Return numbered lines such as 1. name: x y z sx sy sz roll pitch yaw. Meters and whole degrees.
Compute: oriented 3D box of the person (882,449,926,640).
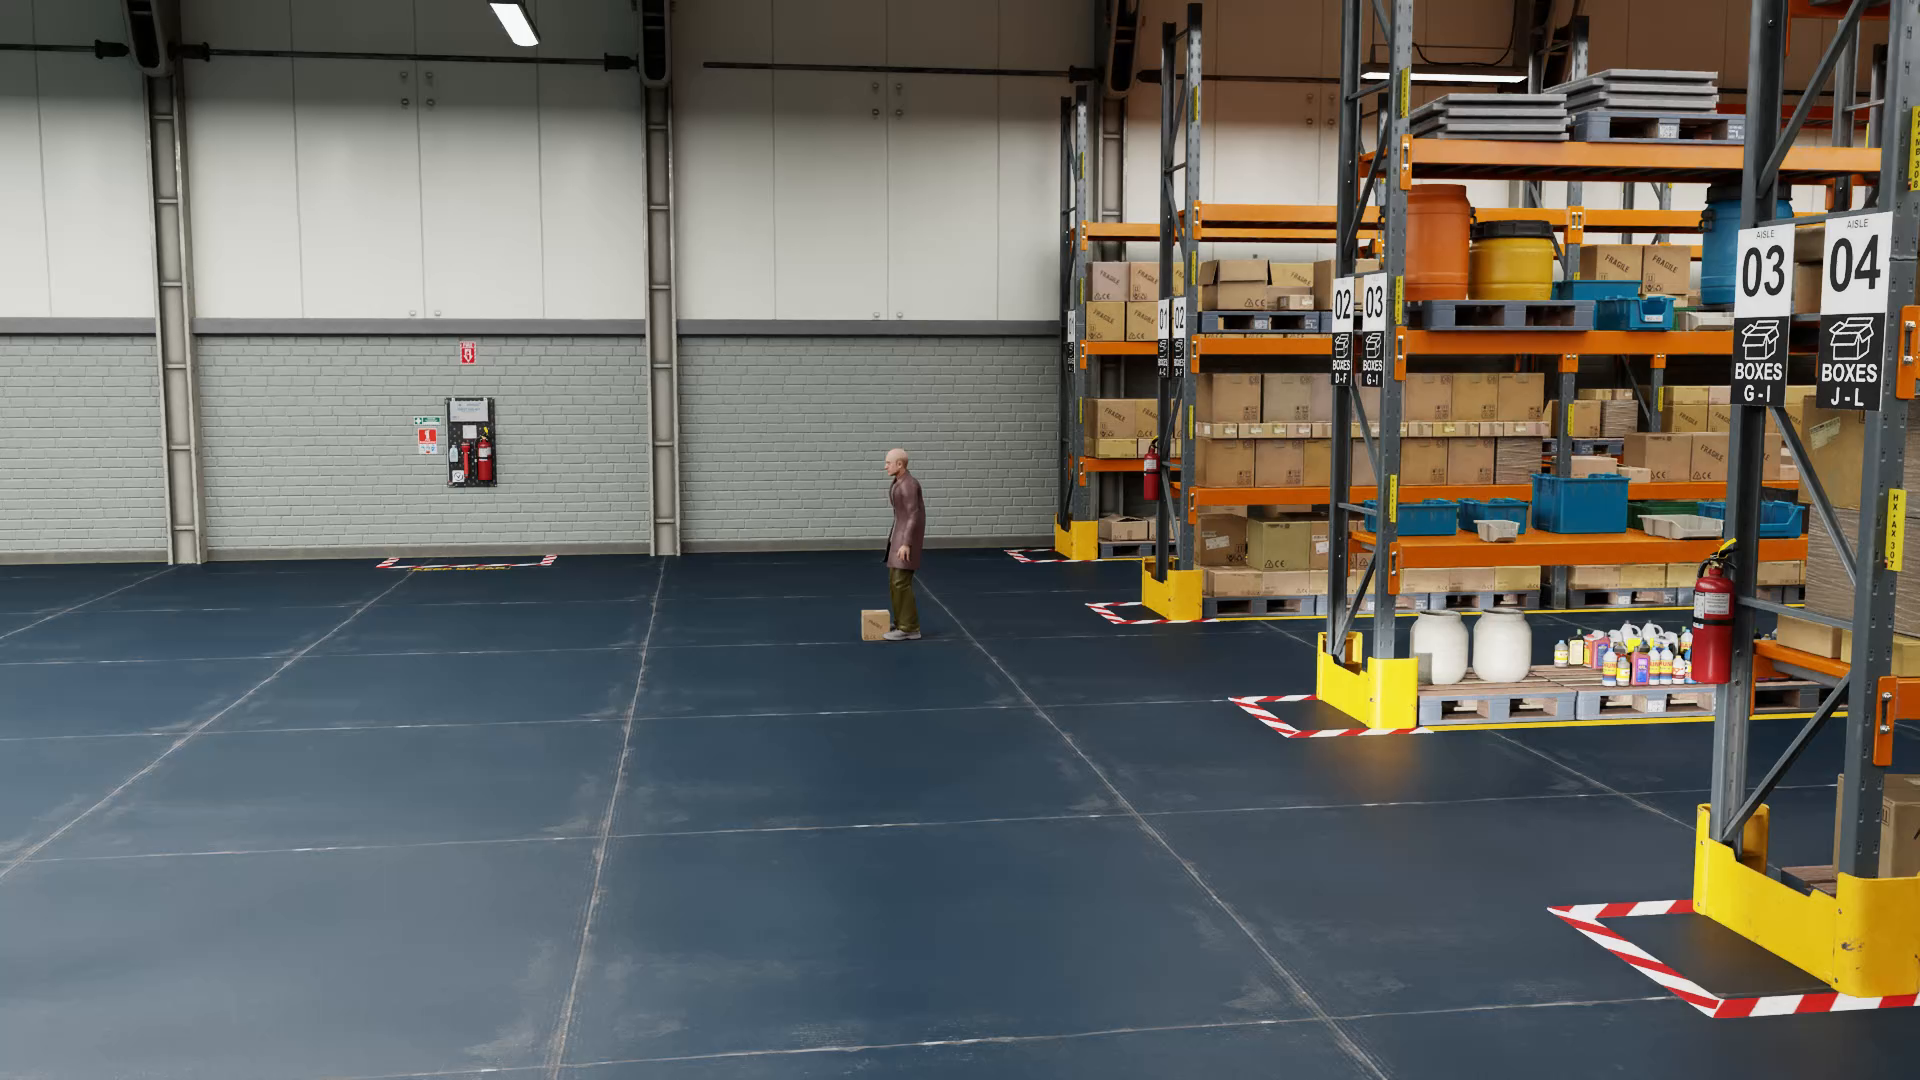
1. person: -0.539 0.131 15.484 0.425 1.576 0.652 -1 6 -12
